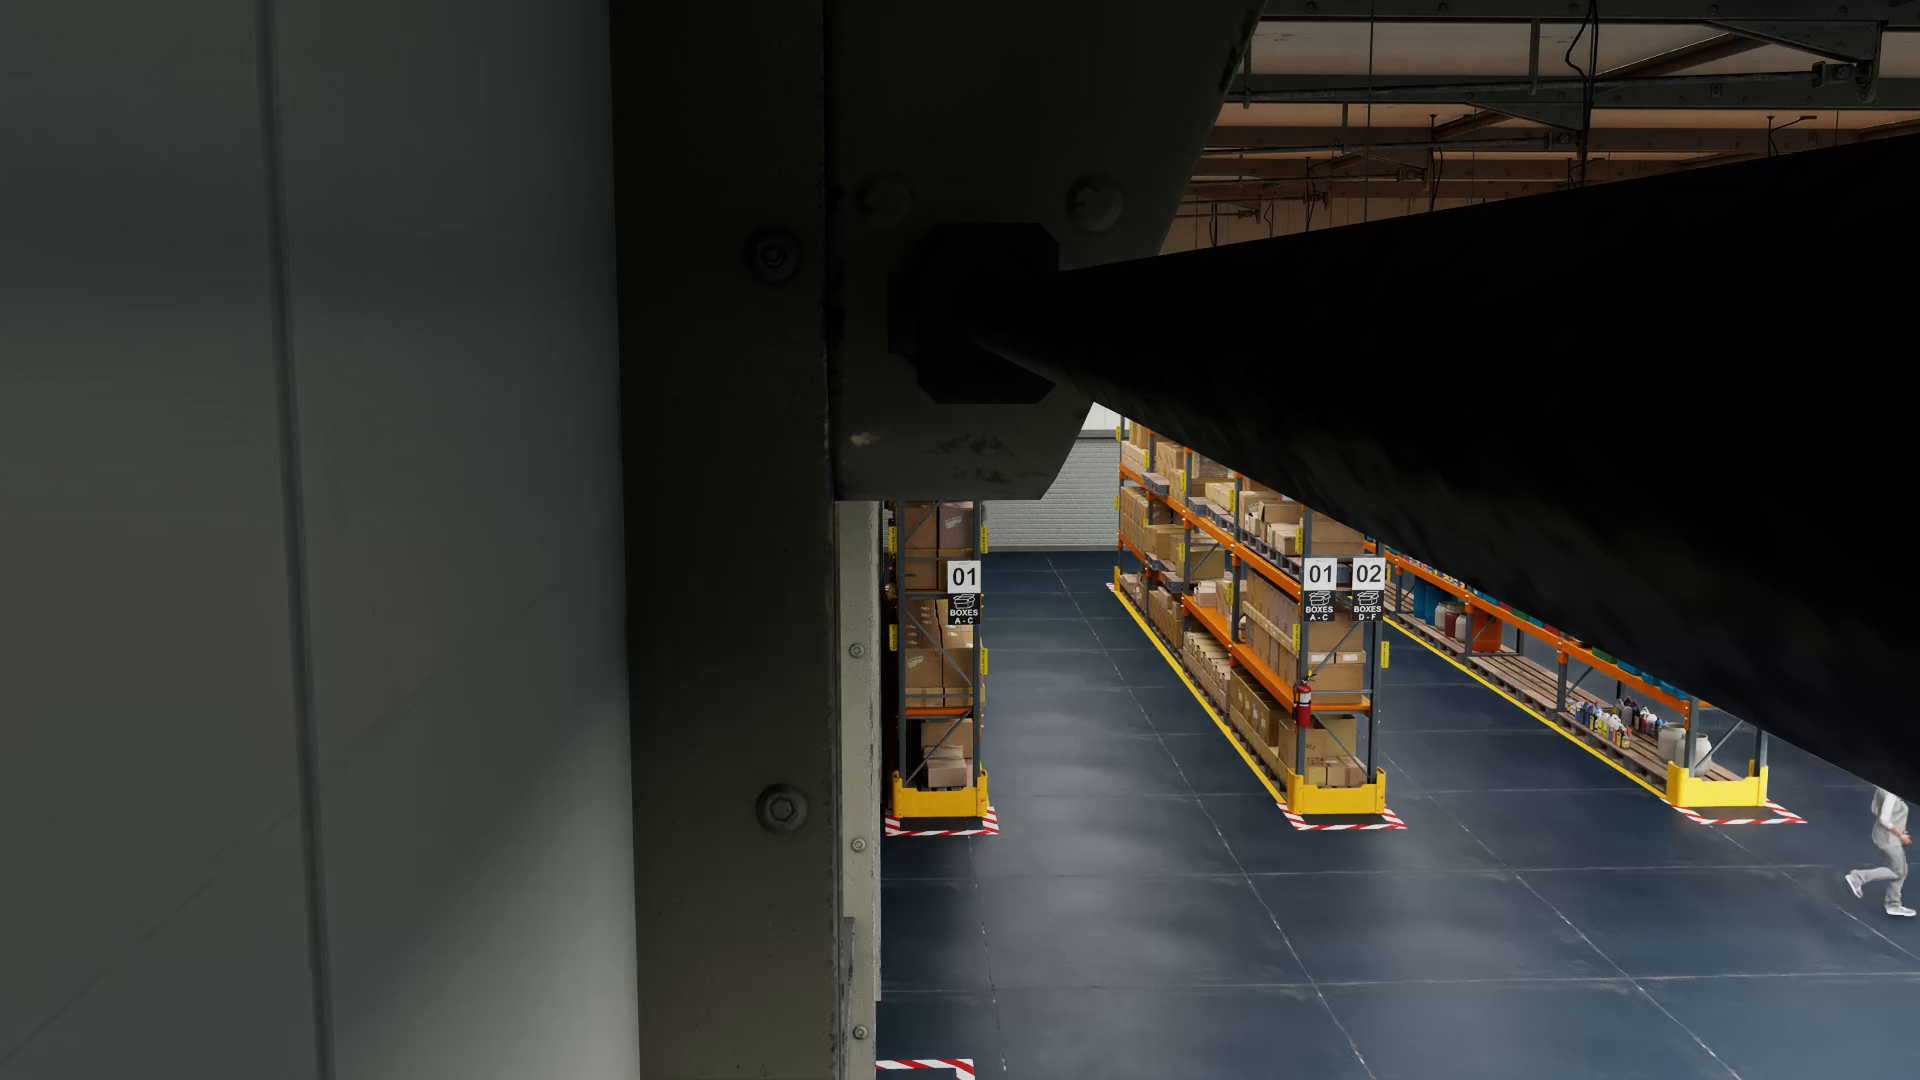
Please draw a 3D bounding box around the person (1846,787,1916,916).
[{"bbox_3d":[9.558,3.099,17.195,0.679,1.552,0.554,3,9,18],"label":"person"}]
